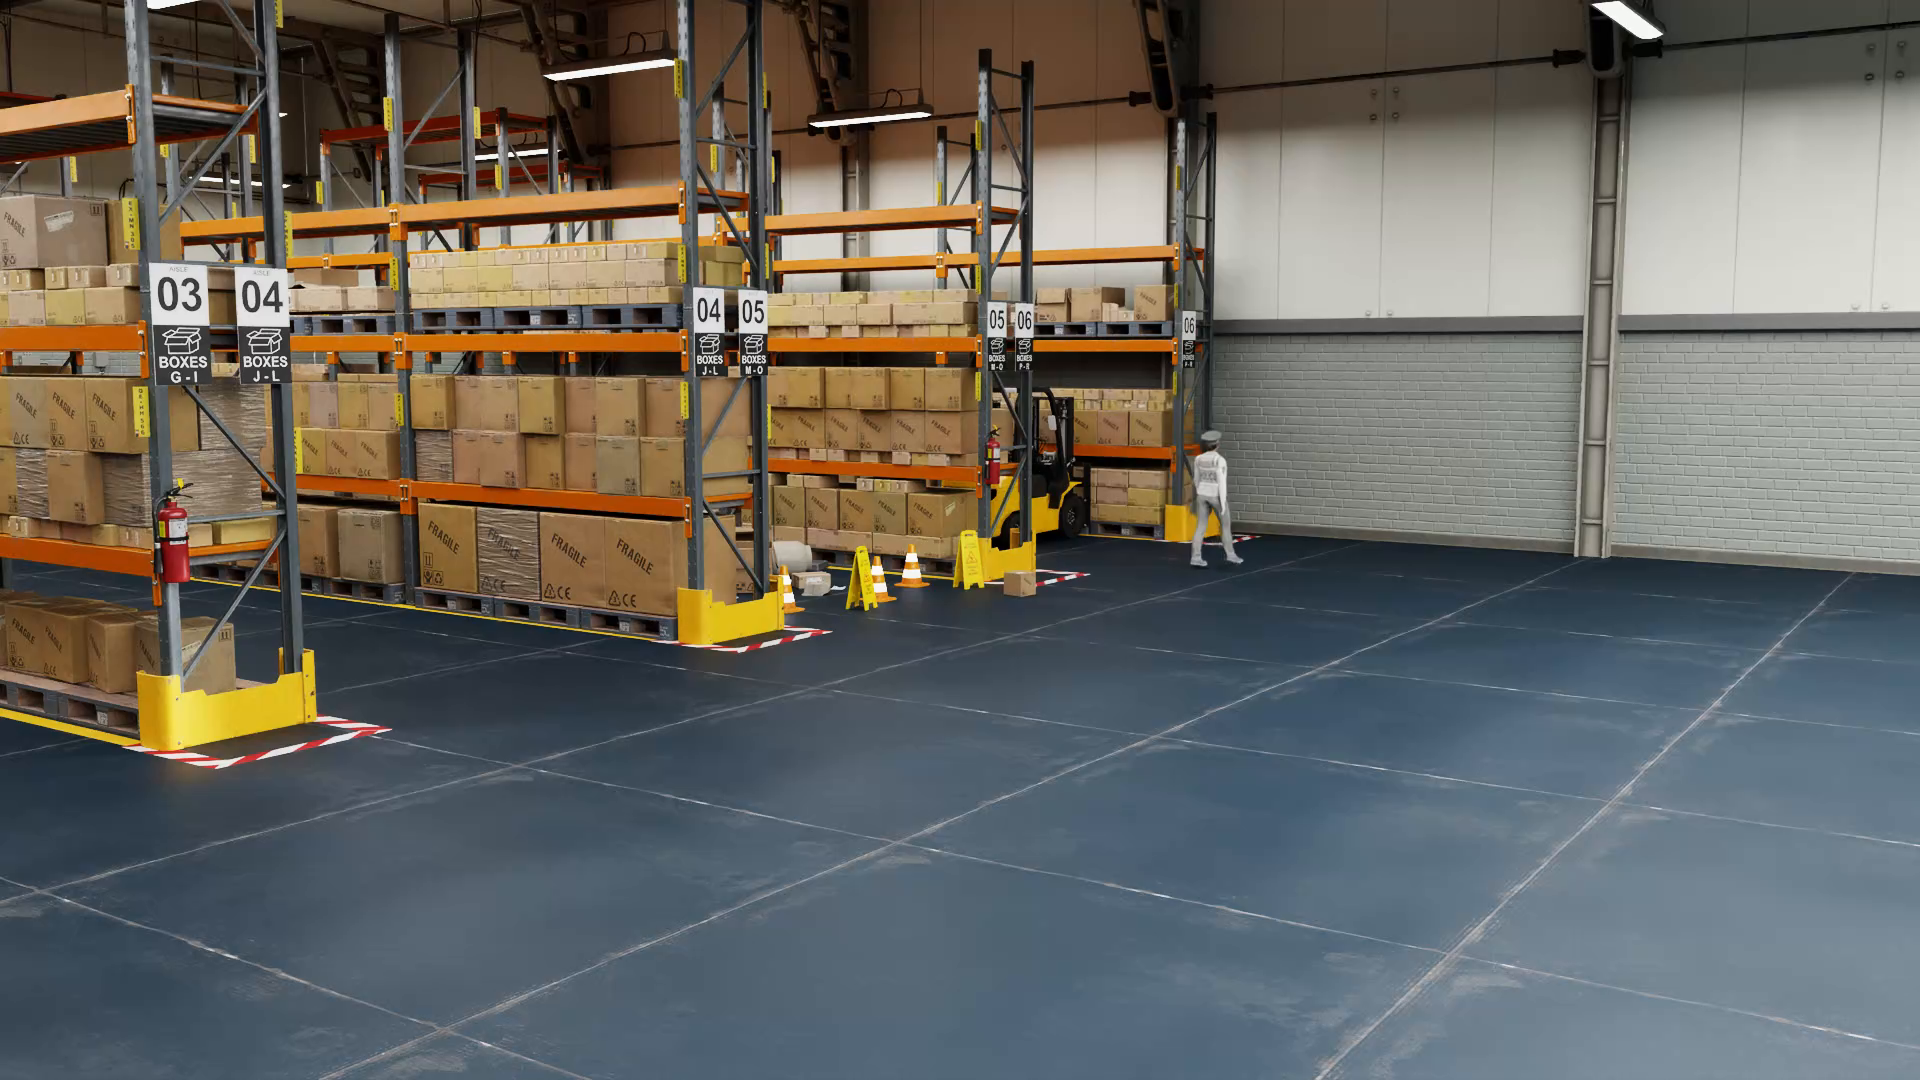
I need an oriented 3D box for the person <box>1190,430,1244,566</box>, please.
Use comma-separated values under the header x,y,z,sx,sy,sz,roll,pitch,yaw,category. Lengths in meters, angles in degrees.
x,y,z,sx,sy,sz,roll,pitch,yaw,category
3.133,-0.524,20.431,0.518,1.653,0.879,5,8,37,person
